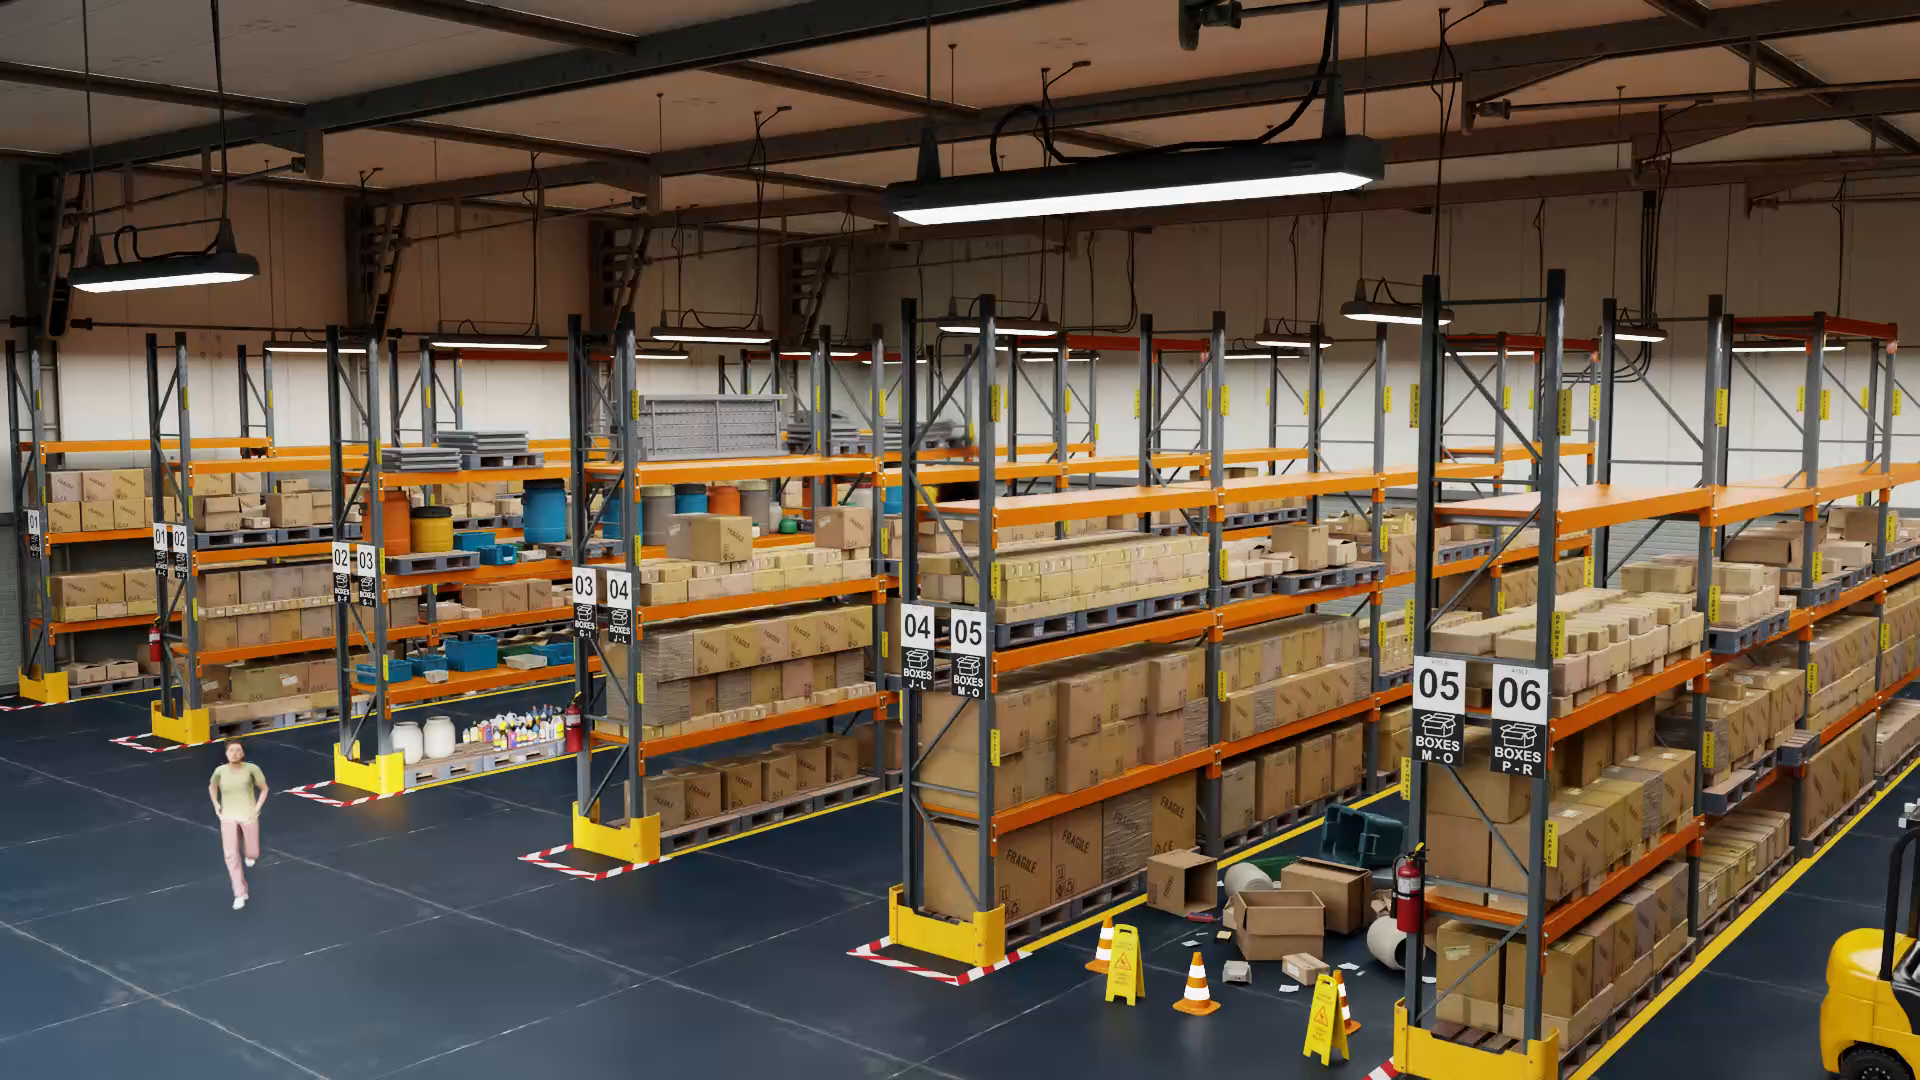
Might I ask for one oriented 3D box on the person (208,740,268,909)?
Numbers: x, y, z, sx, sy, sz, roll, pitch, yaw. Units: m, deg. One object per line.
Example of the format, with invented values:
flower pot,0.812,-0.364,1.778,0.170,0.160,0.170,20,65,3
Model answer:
person,-7.365,2.846,16.997,0.566,1.649,0.943,-2,6,-22
